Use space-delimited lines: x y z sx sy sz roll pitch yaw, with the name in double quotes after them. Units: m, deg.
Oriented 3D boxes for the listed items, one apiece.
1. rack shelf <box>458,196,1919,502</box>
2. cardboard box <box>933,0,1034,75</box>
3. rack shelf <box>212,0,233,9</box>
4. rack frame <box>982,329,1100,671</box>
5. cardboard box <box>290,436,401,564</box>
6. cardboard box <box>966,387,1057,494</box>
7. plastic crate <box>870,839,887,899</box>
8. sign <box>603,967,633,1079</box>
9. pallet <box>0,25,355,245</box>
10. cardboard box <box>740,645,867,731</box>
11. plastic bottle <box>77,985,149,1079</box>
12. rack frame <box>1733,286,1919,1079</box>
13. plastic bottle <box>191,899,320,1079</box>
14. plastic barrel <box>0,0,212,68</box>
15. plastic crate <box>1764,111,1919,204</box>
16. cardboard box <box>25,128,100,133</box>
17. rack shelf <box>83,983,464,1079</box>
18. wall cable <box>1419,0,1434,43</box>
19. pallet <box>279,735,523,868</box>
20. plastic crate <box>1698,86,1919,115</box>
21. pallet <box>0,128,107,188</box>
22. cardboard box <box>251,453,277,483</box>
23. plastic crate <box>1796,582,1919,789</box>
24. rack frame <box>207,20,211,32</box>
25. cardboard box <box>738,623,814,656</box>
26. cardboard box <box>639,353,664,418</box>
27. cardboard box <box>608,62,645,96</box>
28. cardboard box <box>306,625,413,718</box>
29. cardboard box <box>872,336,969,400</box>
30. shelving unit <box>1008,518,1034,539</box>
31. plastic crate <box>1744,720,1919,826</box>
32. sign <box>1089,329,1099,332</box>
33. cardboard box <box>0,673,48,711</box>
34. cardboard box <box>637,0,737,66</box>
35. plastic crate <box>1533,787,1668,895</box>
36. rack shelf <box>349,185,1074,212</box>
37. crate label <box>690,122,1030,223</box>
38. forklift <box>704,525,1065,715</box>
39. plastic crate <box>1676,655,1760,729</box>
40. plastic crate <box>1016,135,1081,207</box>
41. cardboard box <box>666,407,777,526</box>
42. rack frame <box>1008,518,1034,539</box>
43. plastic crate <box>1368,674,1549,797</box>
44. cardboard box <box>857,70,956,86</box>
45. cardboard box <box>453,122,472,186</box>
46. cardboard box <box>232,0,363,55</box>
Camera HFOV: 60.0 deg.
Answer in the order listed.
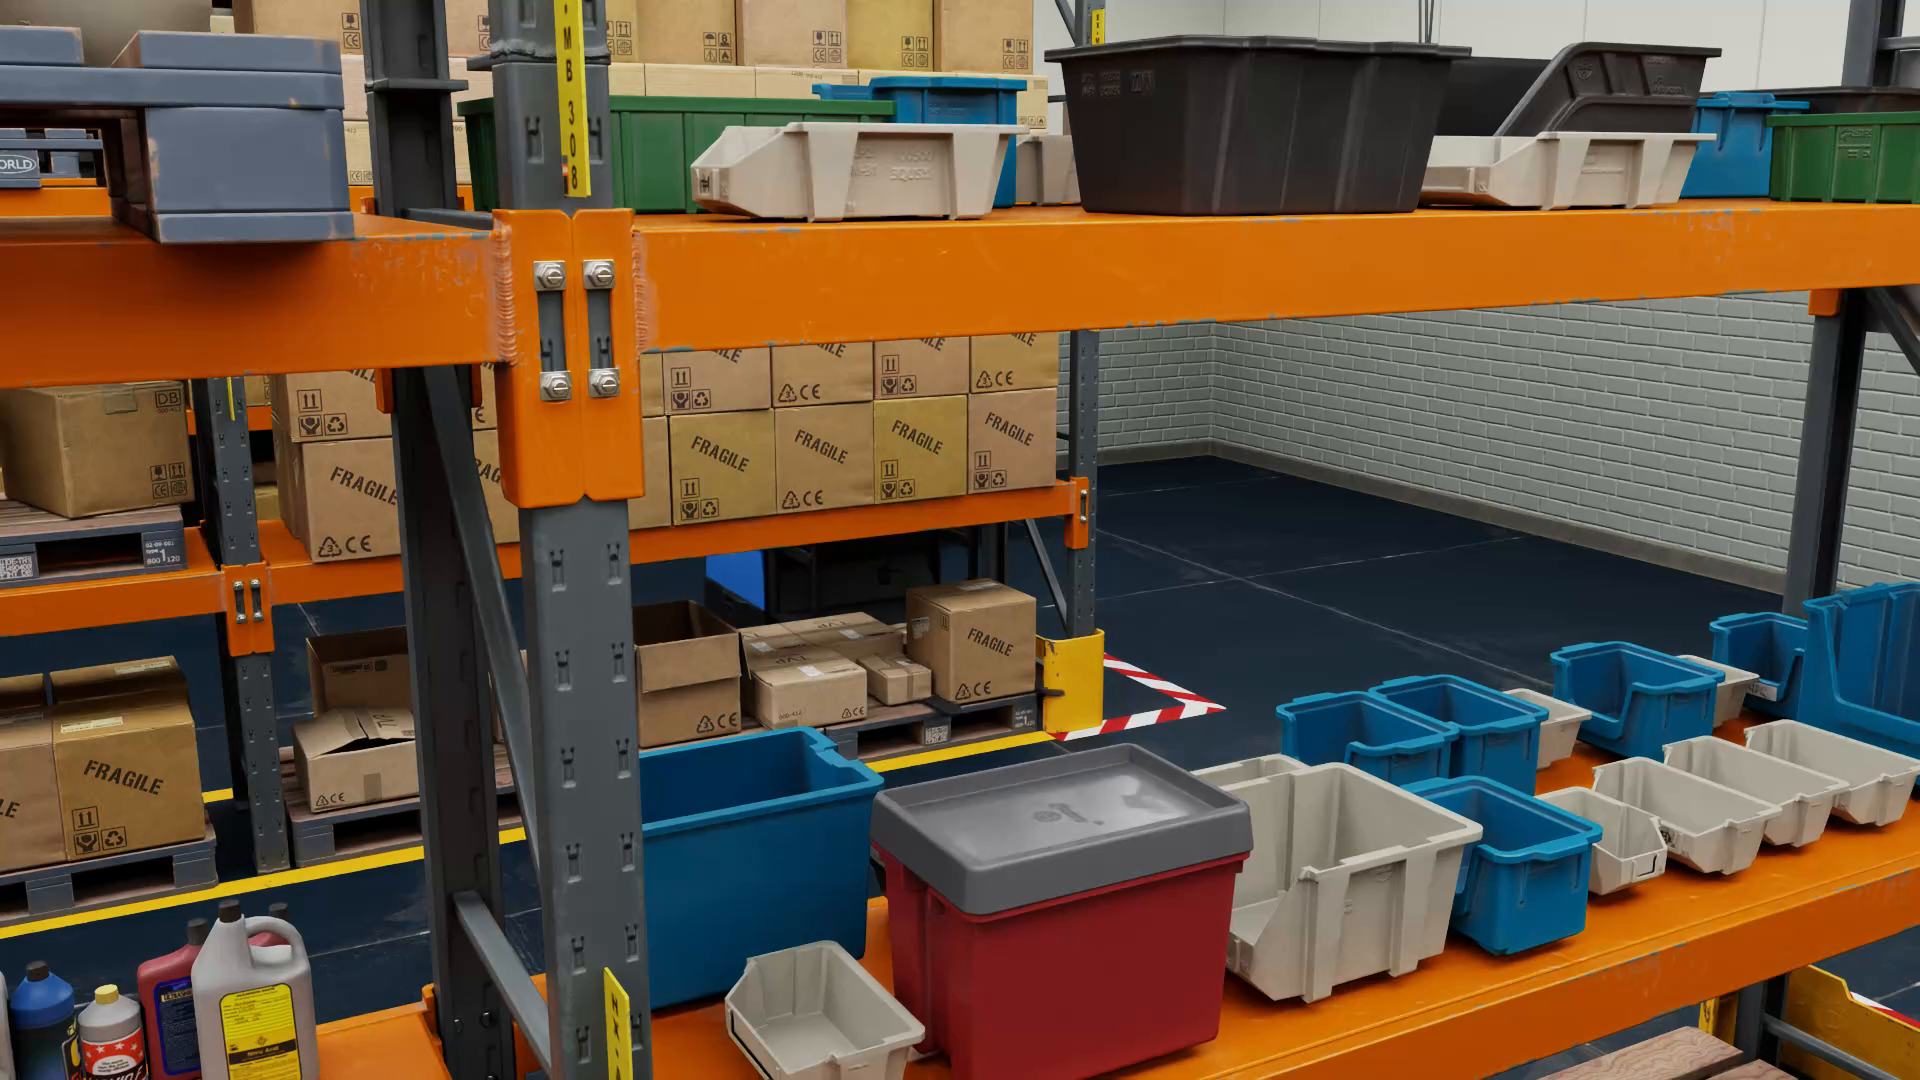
1.028 -0.537 3.472 4.000 0.370 1.077 -7 14 -28 "rack shelf"
-0.030 -2.533 8.197 0.500 0.500 0.700 -7 14 -28 "cardboard box"
-3.719 -3.715 11.670 4.000 0.370 1.077 -7 14 -28 "rack shelf"
0.413 -0.590 8.901 0.127 3.000 1.000 -7 14 -28 "rack frame"
-2.520 -0.220 7.025 0.500 0.500 0.500 -6 14 -26 "cardboard box"
0.151 -0.540 8.447 0.500 0.500 0.500 -6 14 -26 "cardboard box"
0.126 0.721 3.565 0.590 0.125 0.437 -7 14 -28 "plastic crate"
-0.465 0.757 2.285 0.005 0.325 0.100 -7 14 -28 "sign"
-1.369 -0.485 2.029 1.003 0.211 1.213 -7 14 -28 "pallet"
-0.794 0.735 8.271 0.500 0.250 0.500 -7 14 -28 "cardboard box"
-1.463 0.868 2.871 0.097 0.201 0.097 0 13 0 "plastic bottle"
2.784 0.365 4.658 0.127 3.000 1.000 -7 14 -28 "rack frame"
-1.227 0.788 2.887 0.185 0.351 0.144 -7 14 -28 "plastic bottle"
-1.309 -0.942 2.366 0.433 0.535 0.433 0 13 0 "plastic barrel"
2.055 -0.837 3.646 0.336 0.188 0.450 -7 14 -28 "plastic crate"
-3.575 -1.897 6.461 0.600 0.600 0.600 -8 15 -33 "cardboard box"
-2.483 1.347 1.932 4.000 0.370 1.077 -7 14 -28 "rack shelf"
3.172 -3.483 15.161 0.112 2.526 3.097 -7 14 -28 "wall cable"
-2.494 1.119 7.657 1.213 0.211 1.003 -7 14 -28 "pallet"
2.312 -1.048 4.401 0.590 0.269 0.497 -7 14 -28 "plastic crate"
-3.704 -1.486 6.478 1.003 0.211 1.213 -7 14 -28 "pallet"
-4.991 -0.508 11.792 0.250 0.149 0.380 -7 14 -28 "cardboard box"
2.579 0.389 4.331 0.499 0.435 0.616 -7 14 -28 "plastic crate"
-3.097 -3.096 6.372 0.127 3.000 1.000 -7 14 -28 "rack frame"
-1.077 0.644 8.676 0.500 0.250 0.500 -7 14 -28 "cardboard box"
-1.645 -0.810 7.371 0.500 0.500 0.500 -7 15 -30 "cardboard box"
-1.669 -1.910 7.137 0.500 0.250 0.500 -7 14 -28 "cardboard box"
-2.733 0.721 7.766 0.500 0.500 0.500 -7 14 -28 "cardboard box"
-0.288 -0.974 8.100 0.500 0.500 0.500 -6 14 -26 "cardboard box"
0.006 -0.549 12.989 1.048 1.125 0.538 -7 14 -28 "shelving unit"
2.155 0.585 4.144 0.243 0.136 0.396 -7 14 -28 "plastic crate"
0.662 -1.200 8.254 0.005 0.325 0.100 -7 14 -28 "sign"
-4.102 0.897 6.981 0.500 0.500 0.500 -7 14 -27 "cardboard box"
-1.380 -2.389 7.556 0.500 0.500 0.700 -7 14 -28 "cardboard box"
1.410 0.681 3.715 0.250 0.136 0.298 -7 14 -28 "plastic crate"
-1.342 -1.492 7.716 4.000 0.370 1.077 -7 14 -28 "rack shelf"
-0.159 -0.545 2.469 0.466 0.136 0.293 -7 14 -28 "crate label"
-0.487 -0.674 9.428 1.130 2.935 3.031 -7 14 -28 "forklift"
2.088 0.444 4.767 0.298 0.136 0.250 -7 14 -28 "plastic crate"
0.207 -0.757 3.408 0.466 0.136 0.293 -7 14 -28 "plastic crate"
-1.186 -0.380 7.738 0.500 0.500 0.500 -7 14 -29 "cardboard box"
0.452 -0.603 13.226 0.032 1.125 0.500 -7 14 -28 "rack frame"
1.253 0.518 4.220 0.300 0.233 0.416 -7 14 -28 "plastic crate"
-0.354 -2.069 7.841 0.500 0.250 0.500 -7 14 -28 "cardboard box"
-2.111 -1.615 6.964 0.500 0.250 0.500 -7 14 -28 "cardboard box"
-2.689 -2.228 6.841 0.500 0.500 0.700 -7 14 -28 "cardboard box"
